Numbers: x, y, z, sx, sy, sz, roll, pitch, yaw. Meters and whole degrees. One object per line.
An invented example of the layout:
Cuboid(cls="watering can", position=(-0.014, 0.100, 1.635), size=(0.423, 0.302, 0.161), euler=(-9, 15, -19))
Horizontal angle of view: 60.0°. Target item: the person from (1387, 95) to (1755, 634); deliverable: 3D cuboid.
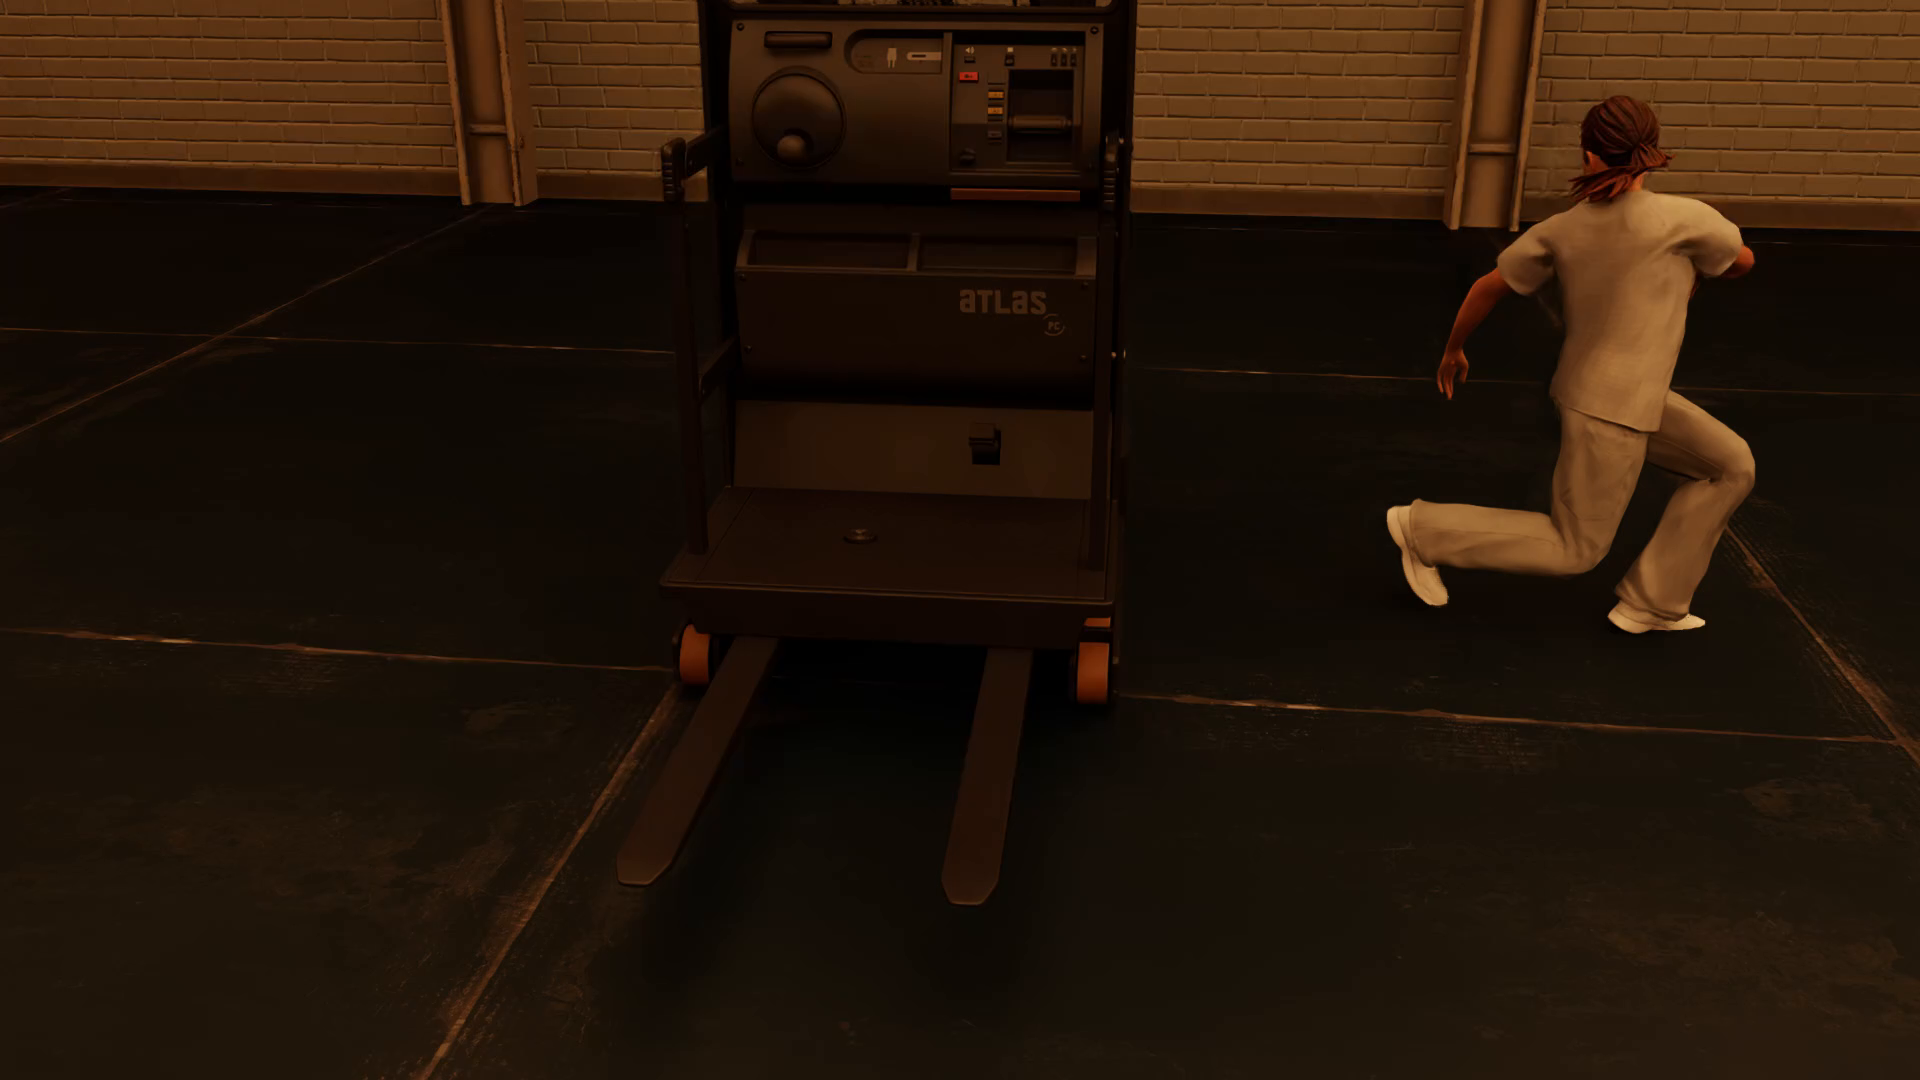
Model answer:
Cuboid(cls="person", position=(1.655, -0.441, 4.446), size=(0.920, 1.448, 0.608), euler=(0, 22, 1))

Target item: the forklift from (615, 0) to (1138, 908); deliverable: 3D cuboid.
Cuboid(cls="forklift", position=(-0.132, -1.077, 3.929), size=(1.130, 2.935, 3.031), euler=(2, 22, 6))
